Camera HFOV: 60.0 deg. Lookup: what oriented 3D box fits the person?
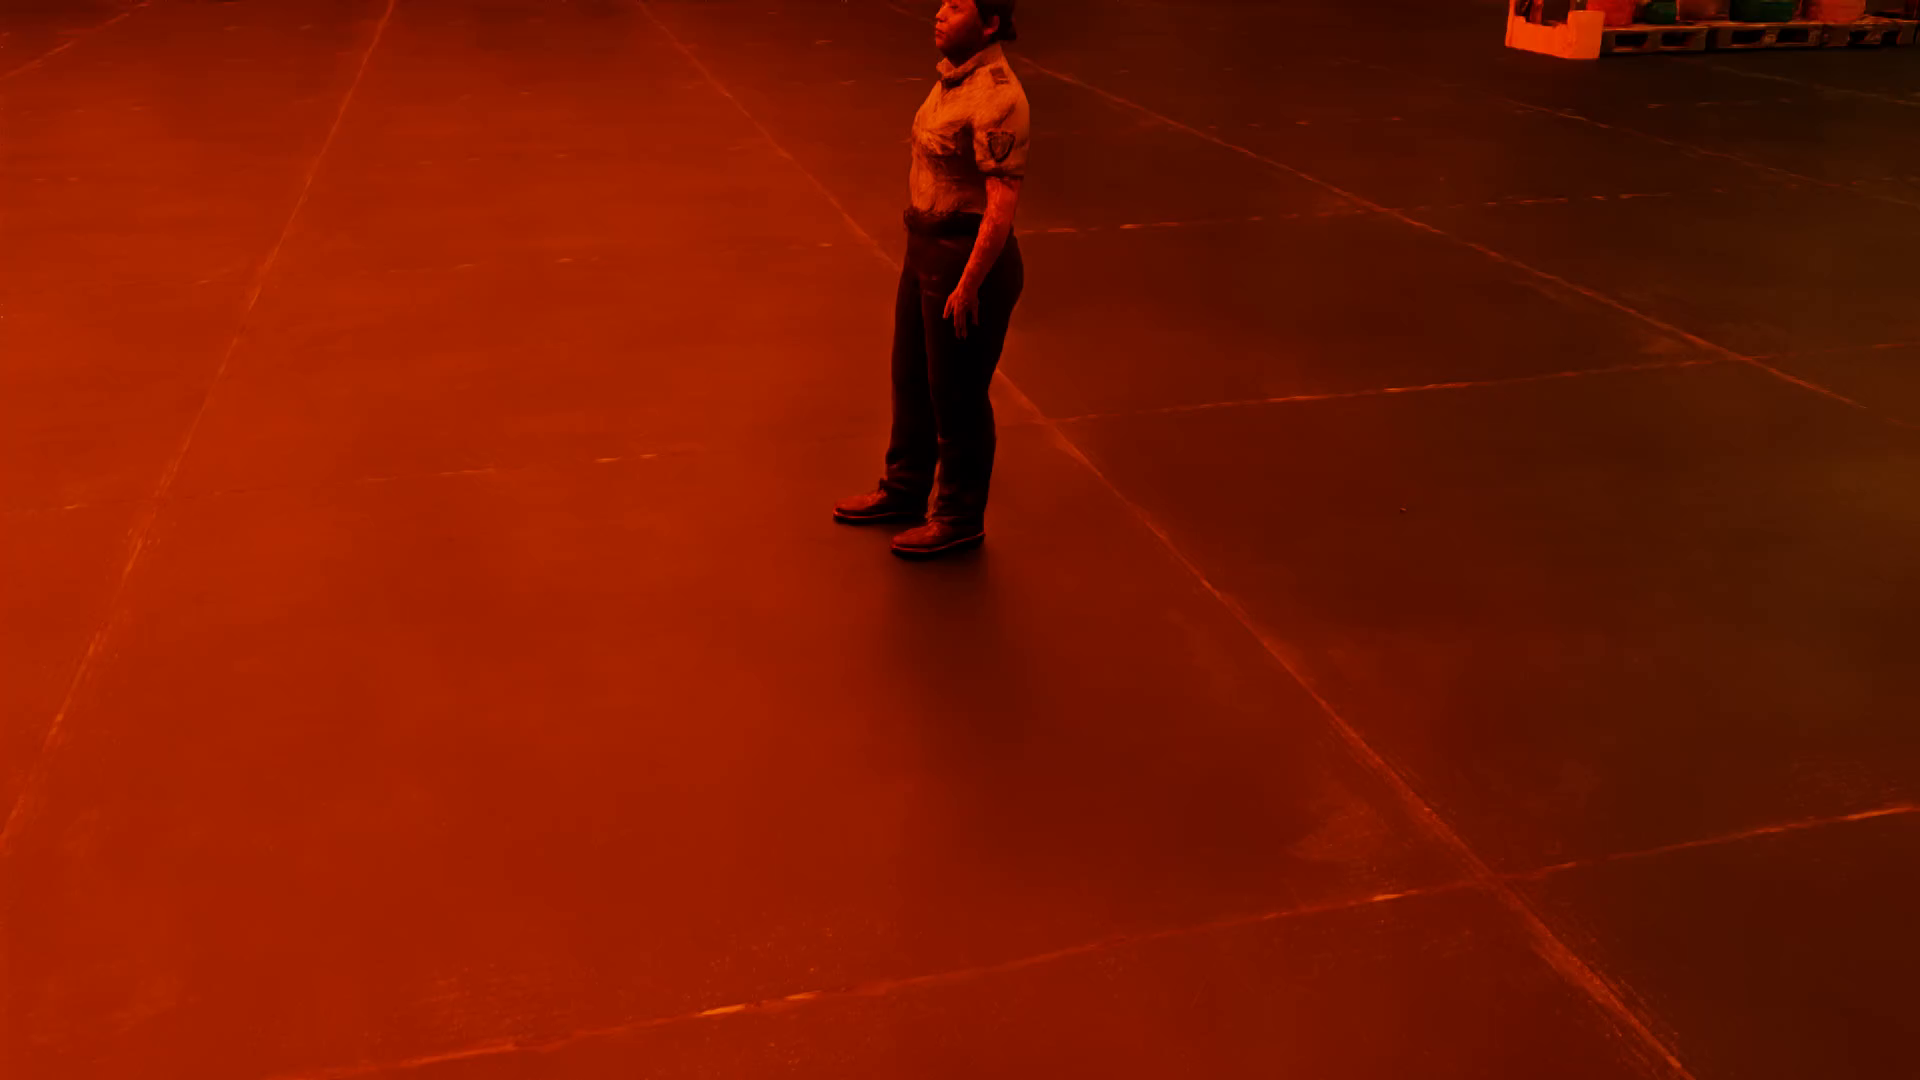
[{"bbox_3d":[-0.093,-0.764,4.726,0.502,1.650,0.599,-6,24,-14],"label":"person"}]
